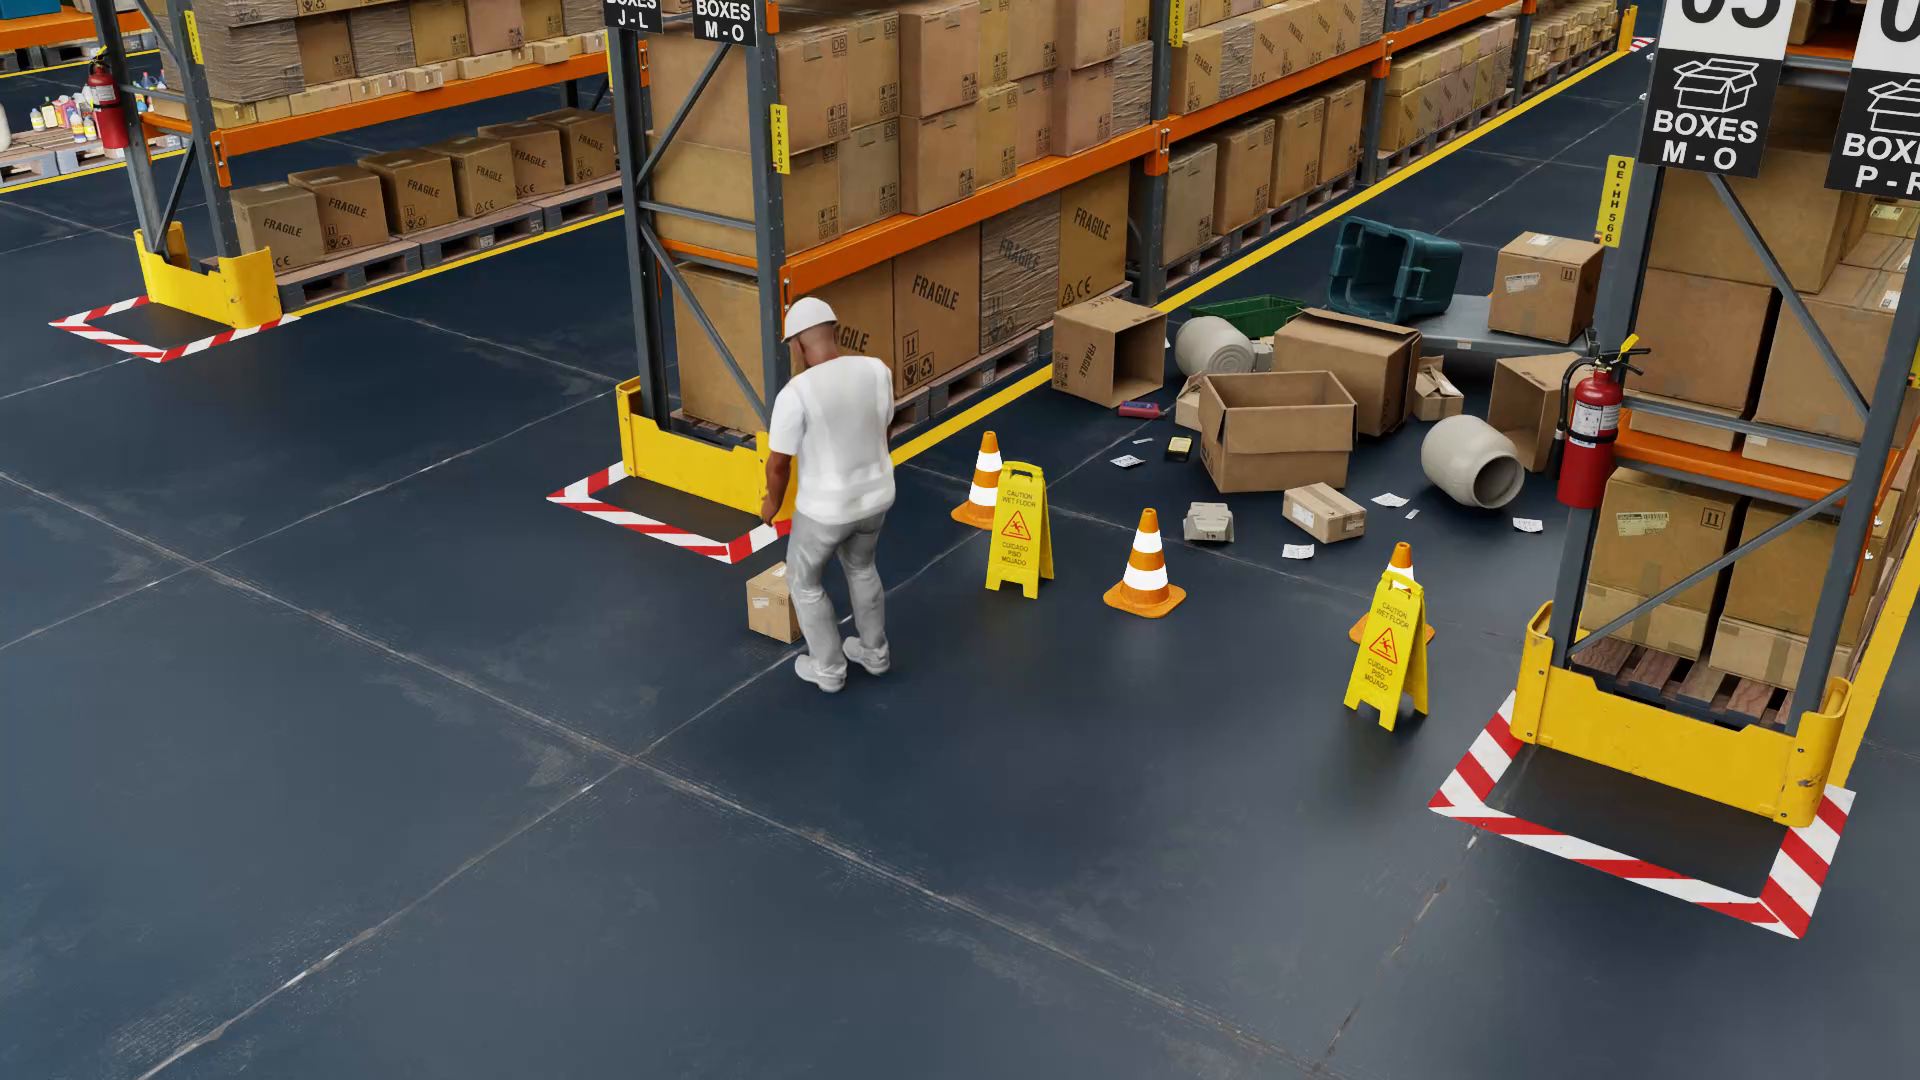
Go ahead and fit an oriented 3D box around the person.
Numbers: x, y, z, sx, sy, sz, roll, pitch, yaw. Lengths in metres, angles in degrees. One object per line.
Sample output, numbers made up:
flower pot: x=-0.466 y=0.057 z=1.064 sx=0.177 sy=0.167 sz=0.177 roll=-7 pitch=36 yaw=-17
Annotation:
person: x=-0.545 y=-0.176 z=7.007 sx=0.595 sy=1.707 sz=0.472 roll=-18 pitch=32 yaw=-31
